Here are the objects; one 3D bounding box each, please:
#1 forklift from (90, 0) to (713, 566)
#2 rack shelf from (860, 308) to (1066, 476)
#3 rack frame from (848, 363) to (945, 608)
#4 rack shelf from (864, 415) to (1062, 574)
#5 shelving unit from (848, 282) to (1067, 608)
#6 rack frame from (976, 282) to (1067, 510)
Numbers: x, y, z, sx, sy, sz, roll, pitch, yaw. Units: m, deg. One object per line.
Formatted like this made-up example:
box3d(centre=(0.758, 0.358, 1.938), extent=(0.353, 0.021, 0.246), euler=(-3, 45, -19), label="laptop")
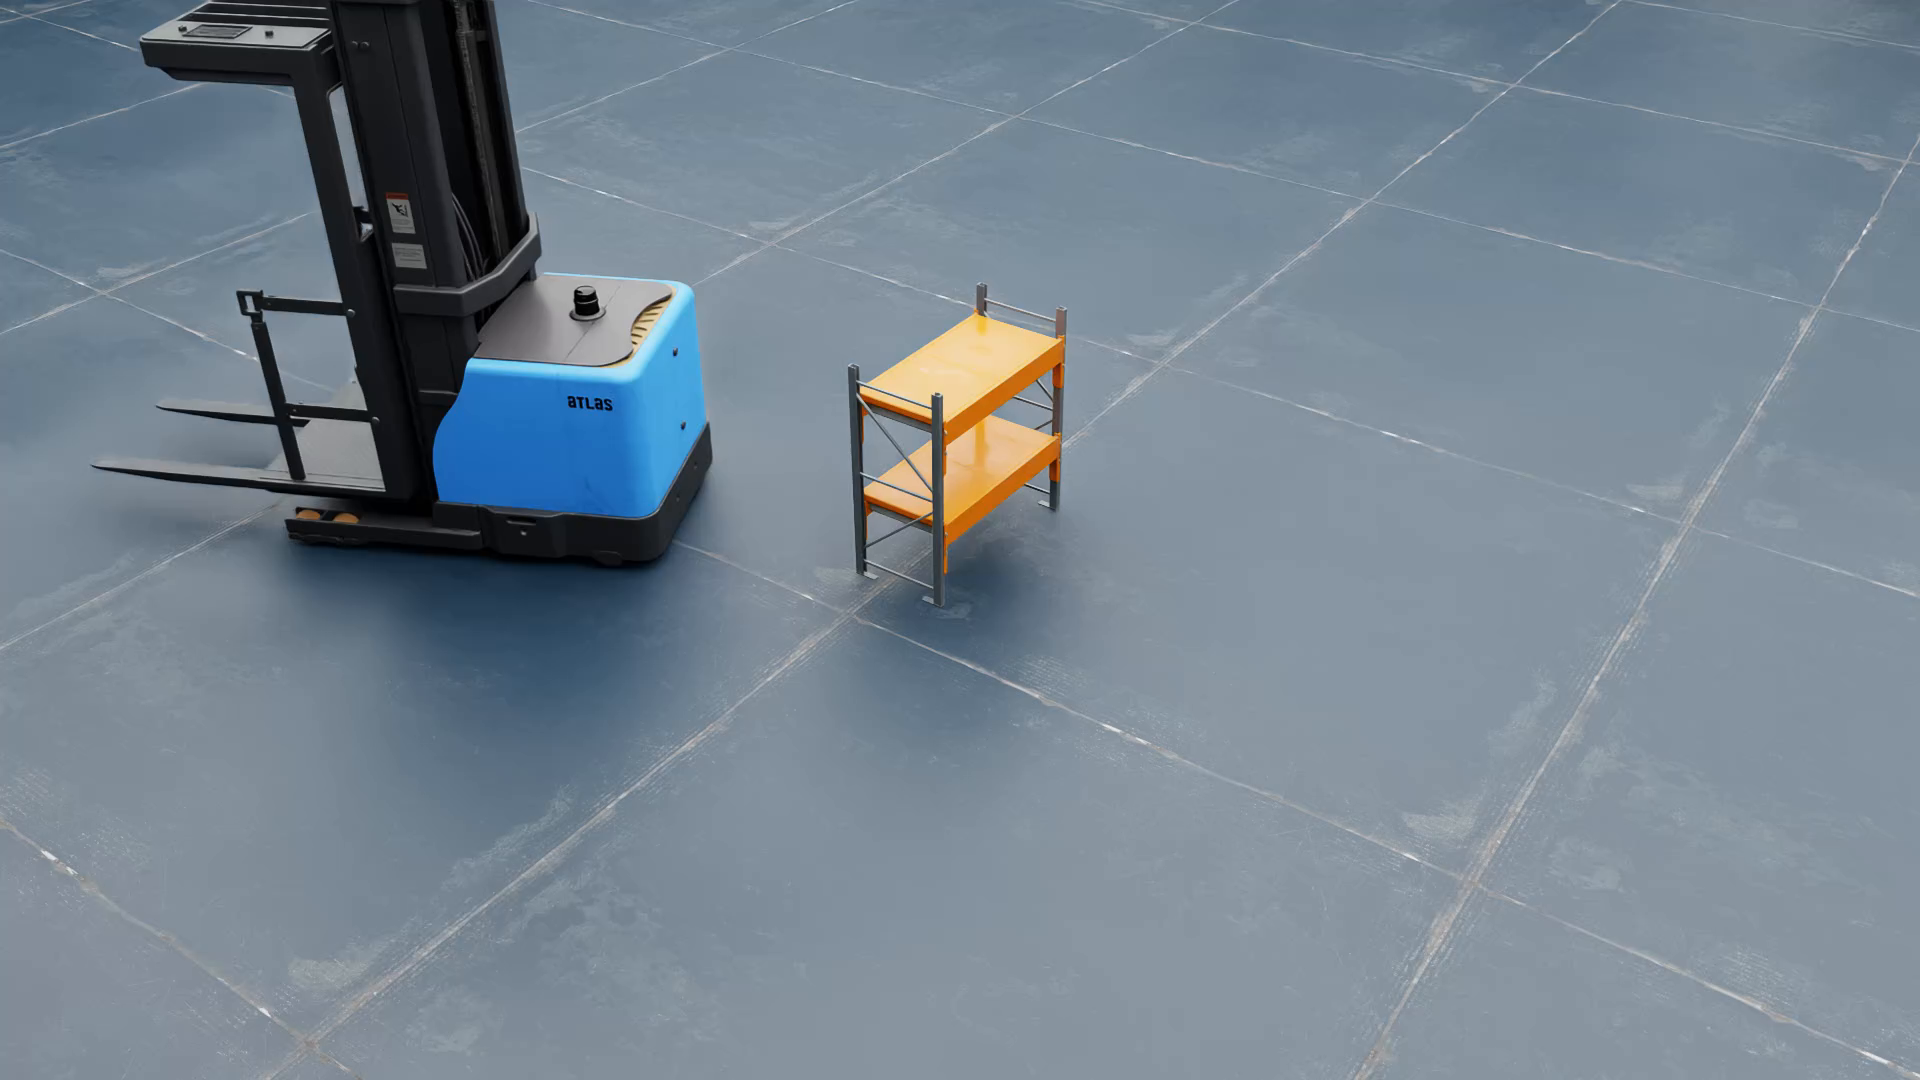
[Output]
box3d(centre=(-2.862, -1.465, 7.799), extent=(3.031, 2.935, 1.130), euler=(5, 34, 7), label="forklift")
box3d(centre=(0.004, -0.712, 7.776), extent=(0.538, 0.278, 1.000), euler=(21, 39, 28), label="rack shelf")
box3d(centre=(-0.286, -0.235, 7.594), extent=(0.500, 1.125, 0.032), euler=(21, 39, 28), label="rack frame")
box3d(centre=(0.004, -0.267, 8.076), extent=(0.538, 0.278, 1.000), euler=(21, 39, 28), label="rack shelf")
box3d(centre=(0.004, -0.469, 7.939), extent=(0.538, 1.125, 1.048), euler=(21, 39, 28), label="shelving unit")
box3d(centre=(0.294, -0.703, 8.285), extent=(0.500, 1.125, 0.032), euler=(21, 39, 28), label="rack frame")
